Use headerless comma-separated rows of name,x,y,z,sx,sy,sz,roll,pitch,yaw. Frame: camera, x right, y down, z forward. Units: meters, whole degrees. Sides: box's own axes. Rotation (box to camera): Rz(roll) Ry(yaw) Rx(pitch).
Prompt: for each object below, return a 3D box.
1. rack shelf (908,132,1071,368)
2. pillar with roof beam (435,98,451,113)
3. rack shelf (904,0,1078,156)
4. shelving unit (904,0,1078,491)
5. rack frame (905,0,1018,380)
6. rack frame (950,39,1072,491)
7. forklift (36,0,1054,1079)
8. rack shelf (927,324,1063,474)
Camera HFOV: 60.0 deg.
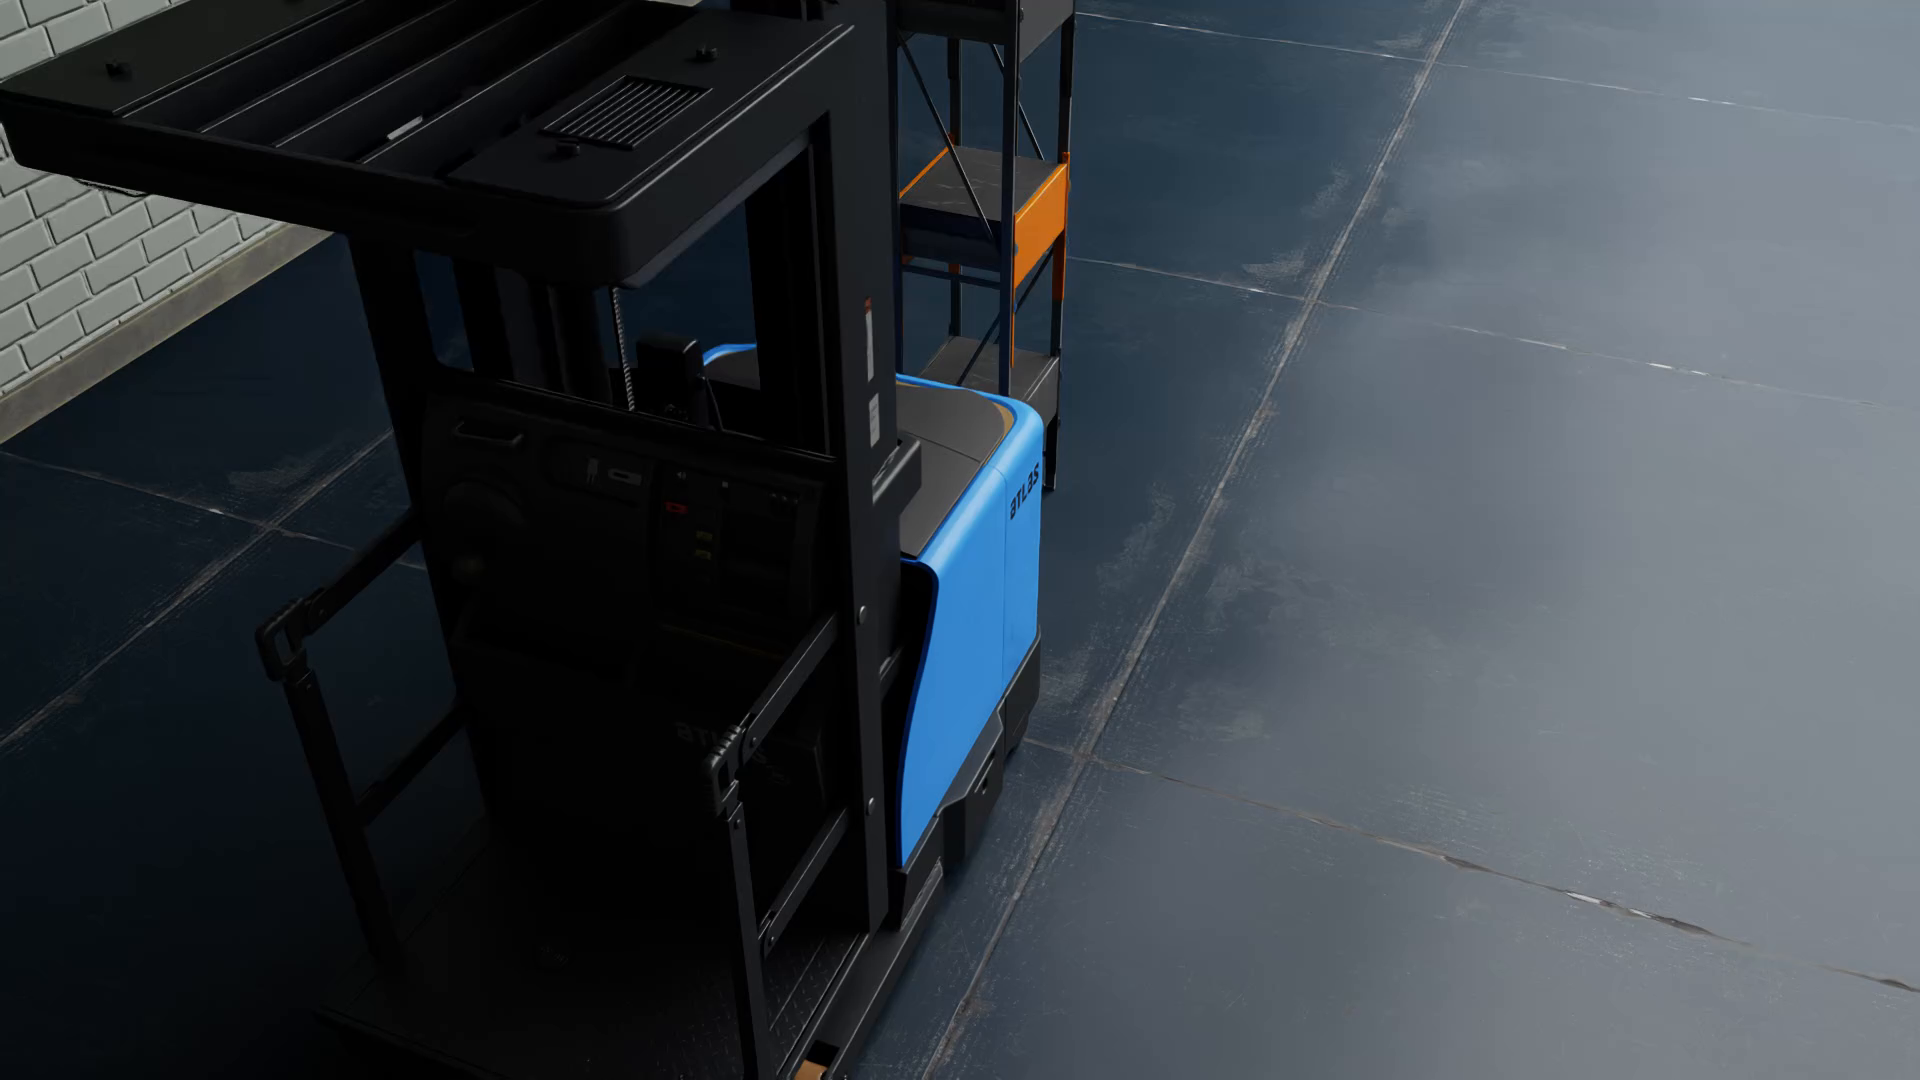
rack shelf,0.063,-0.922,5.252,0.431,0.518,0.480,14,39,18
pillar with roof beam,1.626,-4.600,4.388,9.100,9.000,0.400,14,39,18
rack shelf,0.063,-1.482,4.833,0.431,0.518,0.480,14,39,18
shelving unit,0.063,-0.933,5.244,0.431,2.100,0.503,14,39,18
rack frame,-0.030,-0.798,5.063,0.400,2.100,0.015,14,39,18
rack frame,0.156,-1.068,5.425,0.400,2.100,0.015,14,39,18
forklift,-0.757,-0.019,3.327,1.130,2.935,3.031,14,39,18
rack shelf,0.063,-0.361,5.671,0.431,0.518,0.480,14,39,18
